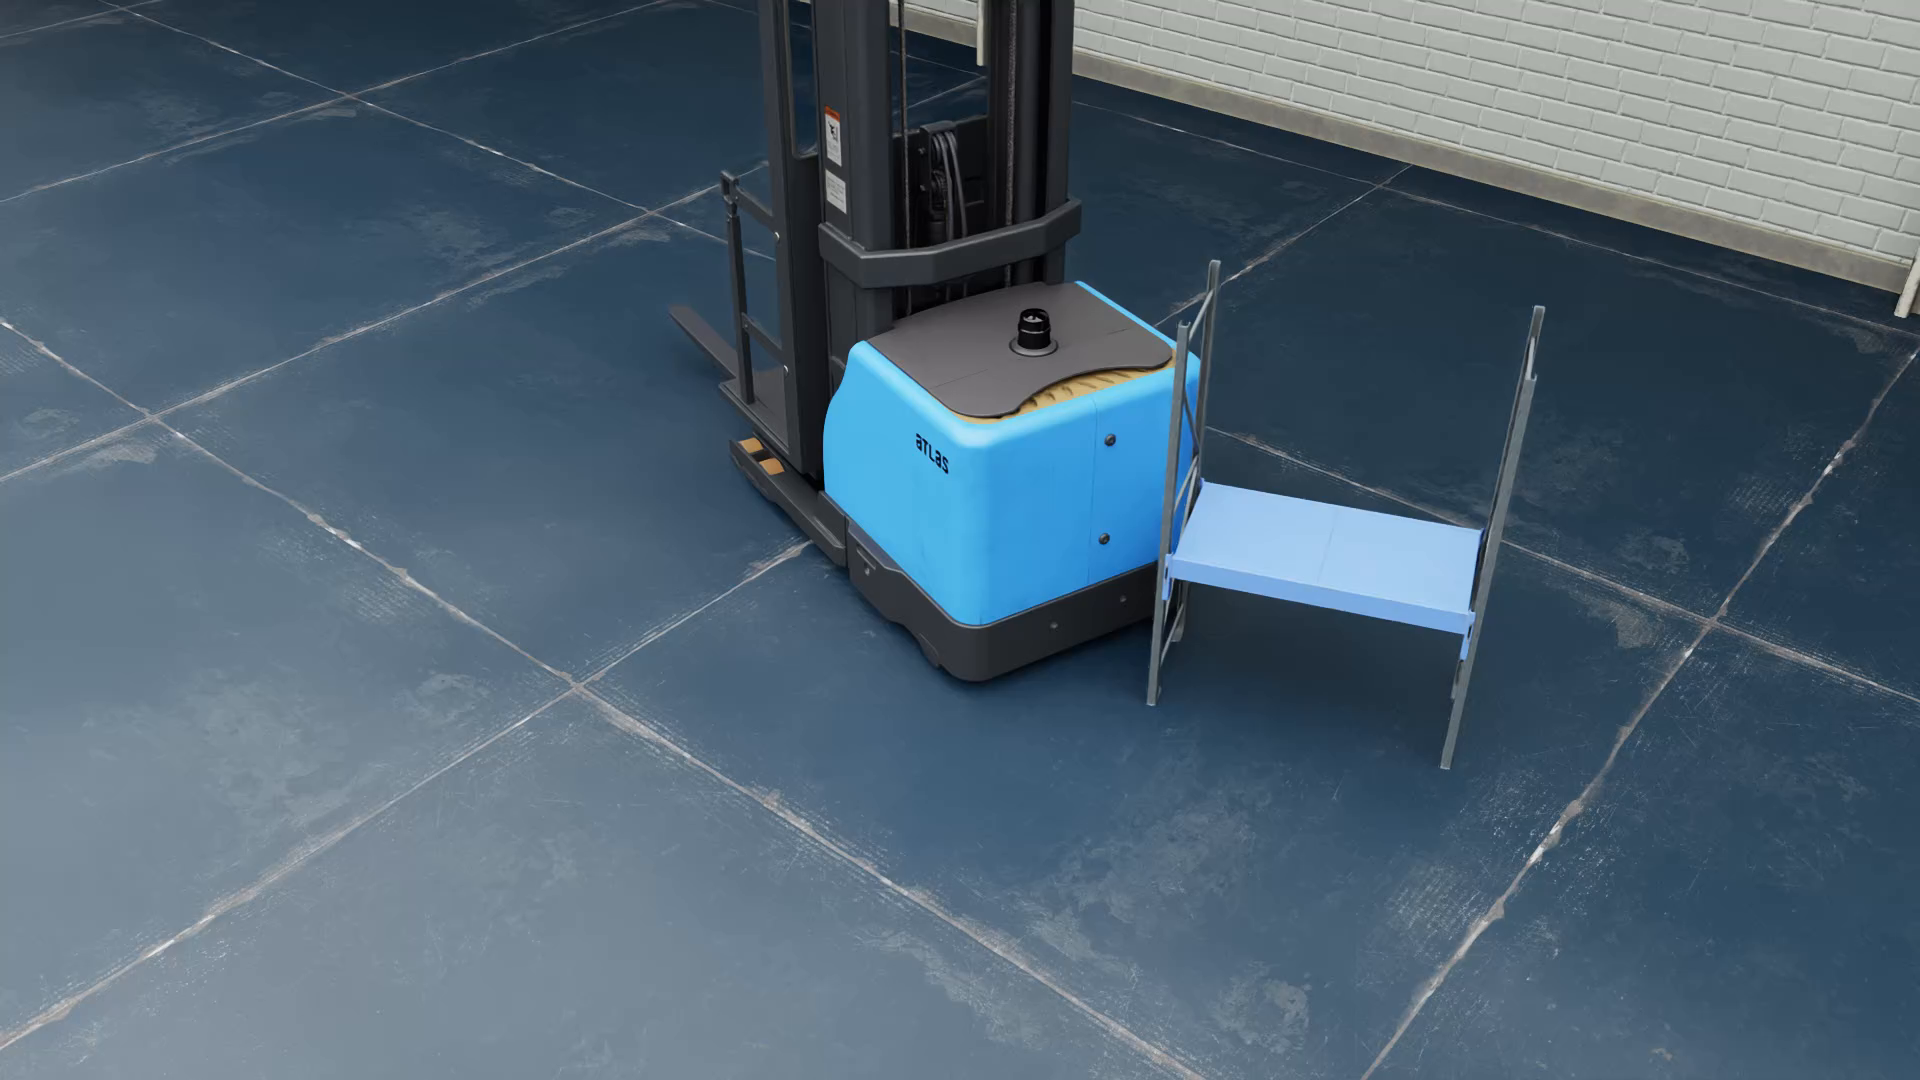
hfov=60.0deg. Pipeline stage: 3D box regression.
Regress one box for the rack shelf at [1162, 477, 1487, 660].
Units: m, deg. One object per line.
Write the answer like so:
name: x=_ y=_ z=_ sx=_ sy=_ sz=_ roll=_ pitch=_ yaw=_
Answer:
rack shelf: x=1.237 y=0.080 z=5.626 sx=1.000 sy=0.185 sz=0.538 roll=11 pitch=36 yaw=16

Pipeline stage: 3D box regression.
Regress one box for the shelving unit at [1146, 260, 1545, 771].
shelving unit: x=1.237 y=-0.068 z=5.524 sx=1.048 sy=1.500 sz=0.538 roll=11 pitch=36 yaw=16

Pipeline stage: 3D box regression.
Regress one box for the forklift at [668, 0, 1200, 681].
forklift: x=-0.327 y=-1.510 z=6.360 sx=1.130 sy=2.935 sz=3.031 roll=-19 pitch=39 yaw=-26

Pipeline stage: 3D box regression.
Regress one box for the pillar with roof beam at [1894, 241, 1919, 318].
pillar with roof beam: x=2.217 y=-2.970 z=3.126 sx=0.400 sy=9.000 sz=9.100 roll=25 pitch=42 yaw=32

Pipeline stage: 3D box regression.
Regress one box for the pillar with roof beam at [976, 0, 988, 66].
pillar with roof beam: x=-2.394 y=-5.144 z=6.291 sx=0.400 sy=9.000 sz=9.100 roll=25 pitch=42 yaw=32

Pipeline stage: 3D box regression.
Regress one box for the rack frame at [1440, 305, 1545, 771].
rack frame: x=1.718 y=0.026 z=5.388 sx=0.032 sy=1.500 sz=0.500 roll=11 pitch=36 yaw=16

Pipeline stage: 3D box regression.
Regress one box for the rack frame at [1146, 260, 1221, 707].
rack frame: x=0.757 y=-0.162 z=5.661 sx=0.032 sy=1.500 sz=0.500 roll=11 pitch=36 yaw=16
